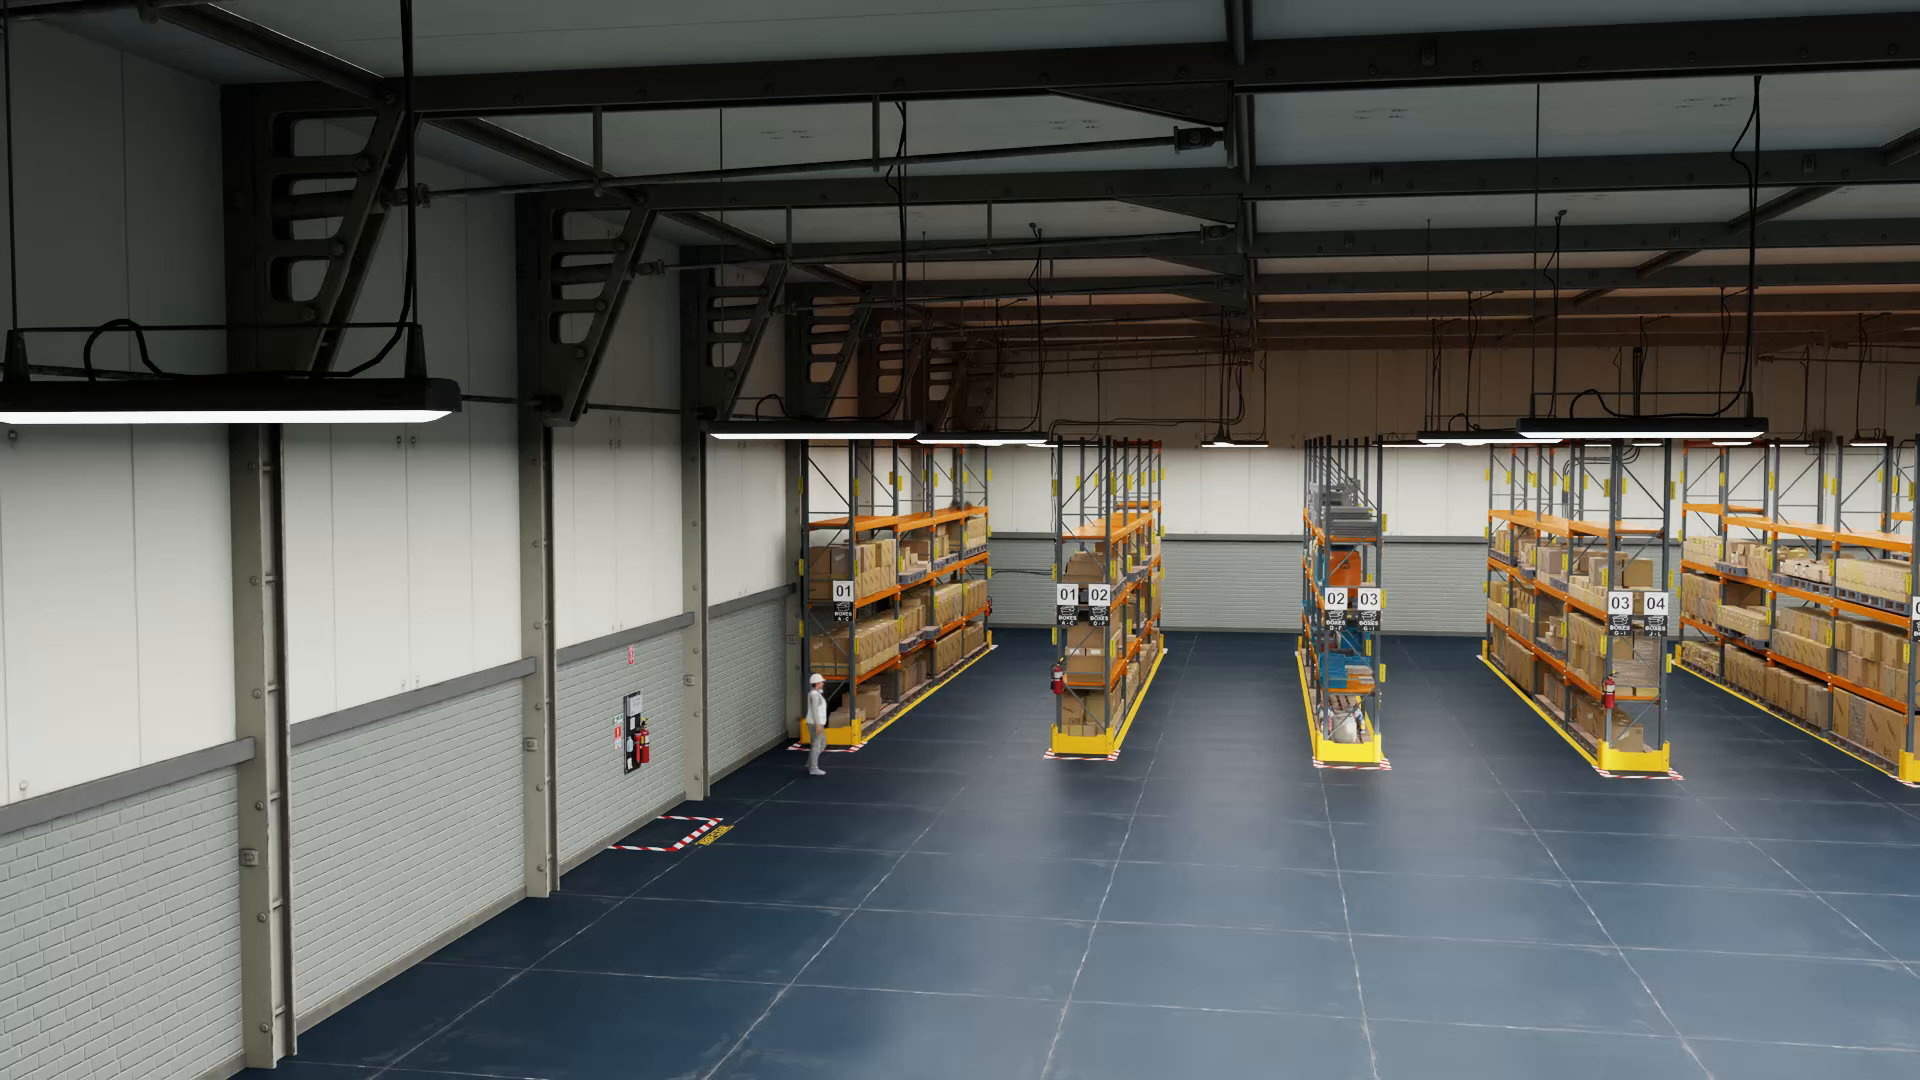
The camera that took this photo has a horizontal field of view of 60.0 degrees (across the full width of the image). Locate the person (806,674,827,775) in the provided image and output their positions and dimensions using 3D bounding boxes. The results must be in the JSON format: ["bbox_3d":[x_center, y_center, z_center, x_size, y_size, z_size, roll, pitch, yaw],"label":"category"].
[{"bbox_3d":[-2.538,3.260,29.363,0.366,1.796,0.621,0,3,-6],"label":"person"}]
